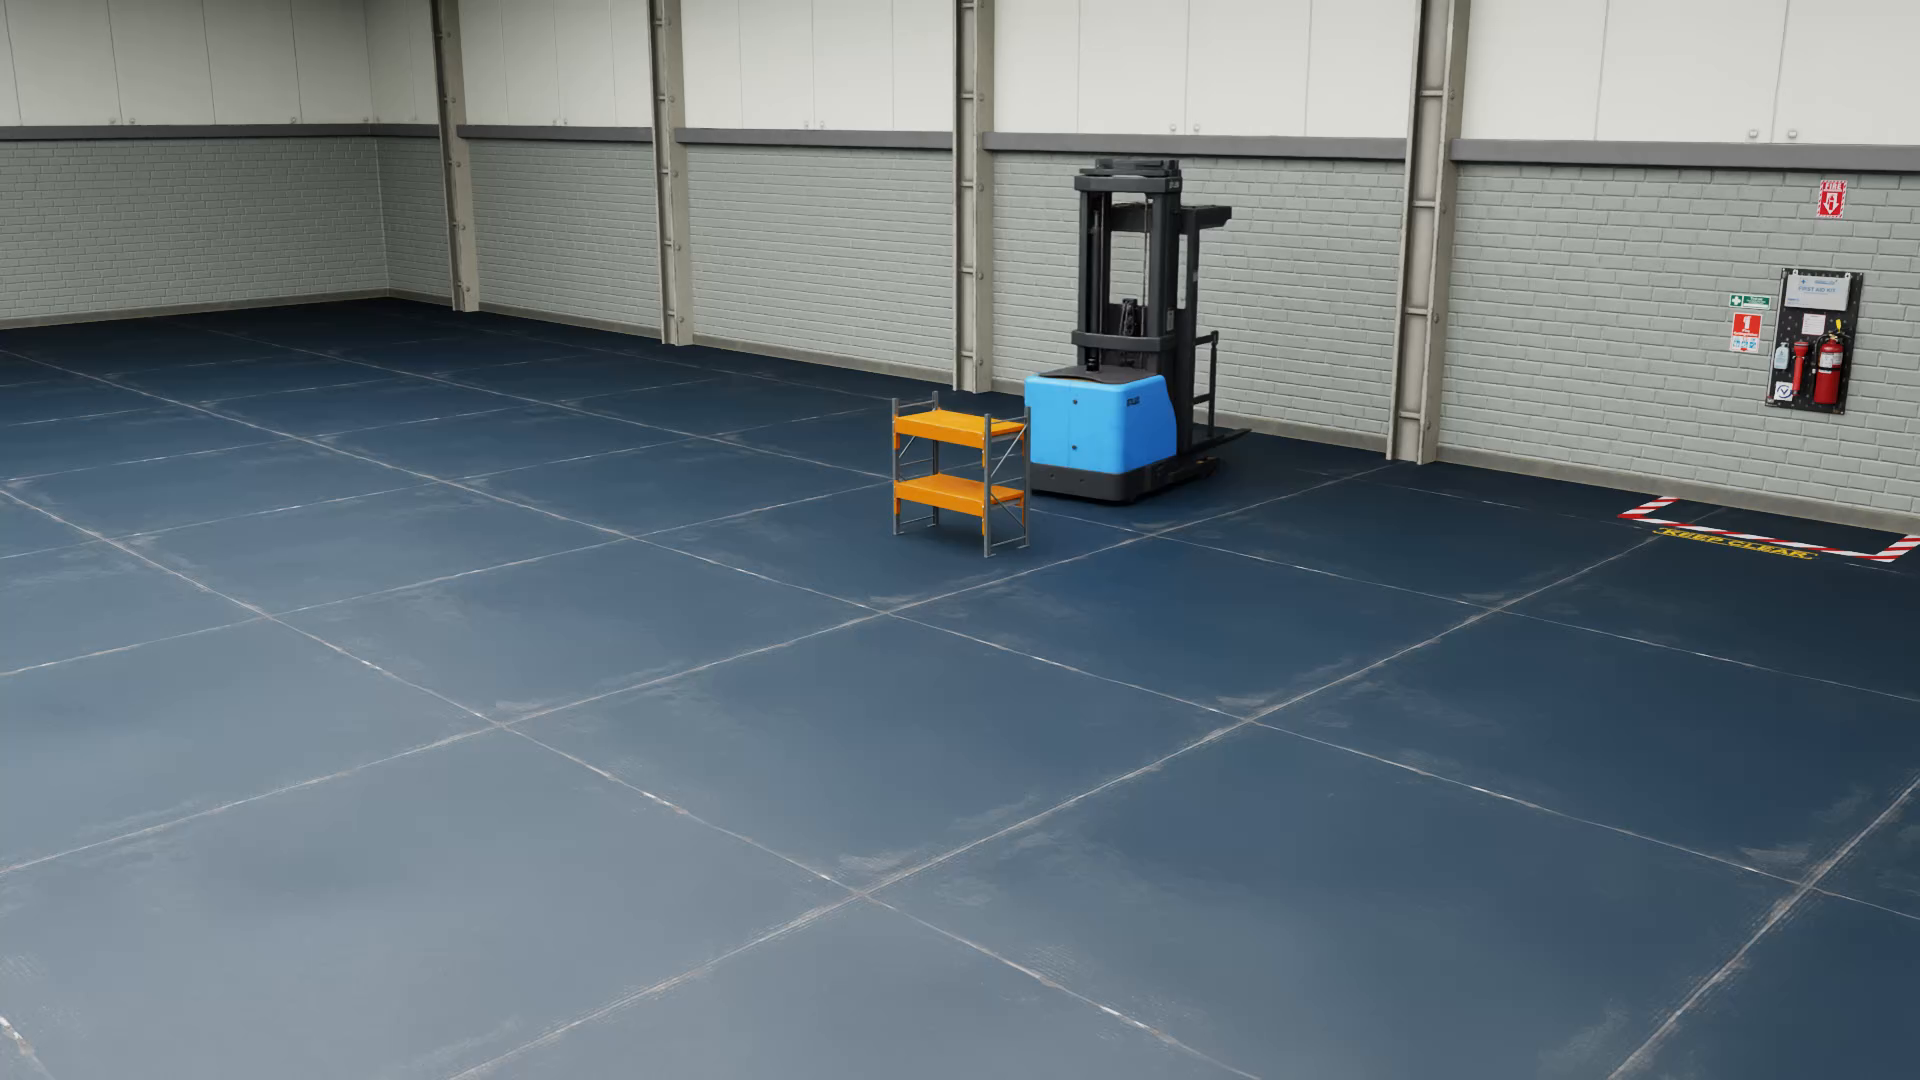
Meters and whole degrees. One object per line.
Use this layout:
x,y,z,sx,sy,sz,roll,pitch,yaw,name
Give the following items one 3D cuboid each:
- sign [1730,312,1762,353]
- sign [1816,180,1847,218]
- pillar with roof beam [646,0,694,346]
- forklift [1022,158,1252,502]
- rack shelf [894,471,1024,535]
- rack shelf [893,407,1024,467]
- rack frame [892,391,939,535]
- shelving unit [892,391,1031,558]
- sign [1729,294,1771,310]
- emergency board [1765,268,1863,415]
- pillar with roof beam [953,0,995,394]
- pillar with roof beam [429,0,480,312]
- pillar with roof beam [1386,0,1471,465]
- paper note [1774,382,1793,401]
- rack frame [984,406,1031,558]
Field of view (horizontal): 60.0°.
6.718,-1.772,14.214,0.234,0.329,0.001,14,20,42,sign
7.108,-2.781,13.557,0.199,0.298,0.001,14,20,42,sign
-7.149,-6.472,20.423,0.400,9.000,9.100,14,20,42,pillar with roof beam
1.819,-2.066,15.548,1.130,2.935,3.031,10,18,34,forklift
0.005,-0.307,13.347,1.000,0.278,0.538,14,20,42,rack shelf
0.005,-0.826,13.212,1.000,0.278,0.538,14,20,42,rack shelf
-0.361,-0.632,13.627,0.032,1.125,0.500,14,20,42,rack frame
0.005,-0.543,13.286,1.048,1.125,0.538,14,20,42,shelving unit
6.715,-2.026,14.138,0.331,0.109,0.001,14,20,42,sign
7.044,-1.639,13.775,0.643,1.169,0.194,14,20,42,emergency board
-2.830,-5.422,16.393,0.400,9.000,9.100,14,20,42,pillar with roof beam
-11.468,-7.522,24.453,0.400,9.000,9.100,14,20,42,pillar with roof beam
1.489,-4.372,12.363,0.400,9.000,9.100,14,20,42,pillar with roof beam
6.965,-1.257,14.053,0.142,0.148,0.016,14,20,42,paper note
0.371,-0.454,12.944,0.032,1.125,0.500,14,20,42,rack frame
